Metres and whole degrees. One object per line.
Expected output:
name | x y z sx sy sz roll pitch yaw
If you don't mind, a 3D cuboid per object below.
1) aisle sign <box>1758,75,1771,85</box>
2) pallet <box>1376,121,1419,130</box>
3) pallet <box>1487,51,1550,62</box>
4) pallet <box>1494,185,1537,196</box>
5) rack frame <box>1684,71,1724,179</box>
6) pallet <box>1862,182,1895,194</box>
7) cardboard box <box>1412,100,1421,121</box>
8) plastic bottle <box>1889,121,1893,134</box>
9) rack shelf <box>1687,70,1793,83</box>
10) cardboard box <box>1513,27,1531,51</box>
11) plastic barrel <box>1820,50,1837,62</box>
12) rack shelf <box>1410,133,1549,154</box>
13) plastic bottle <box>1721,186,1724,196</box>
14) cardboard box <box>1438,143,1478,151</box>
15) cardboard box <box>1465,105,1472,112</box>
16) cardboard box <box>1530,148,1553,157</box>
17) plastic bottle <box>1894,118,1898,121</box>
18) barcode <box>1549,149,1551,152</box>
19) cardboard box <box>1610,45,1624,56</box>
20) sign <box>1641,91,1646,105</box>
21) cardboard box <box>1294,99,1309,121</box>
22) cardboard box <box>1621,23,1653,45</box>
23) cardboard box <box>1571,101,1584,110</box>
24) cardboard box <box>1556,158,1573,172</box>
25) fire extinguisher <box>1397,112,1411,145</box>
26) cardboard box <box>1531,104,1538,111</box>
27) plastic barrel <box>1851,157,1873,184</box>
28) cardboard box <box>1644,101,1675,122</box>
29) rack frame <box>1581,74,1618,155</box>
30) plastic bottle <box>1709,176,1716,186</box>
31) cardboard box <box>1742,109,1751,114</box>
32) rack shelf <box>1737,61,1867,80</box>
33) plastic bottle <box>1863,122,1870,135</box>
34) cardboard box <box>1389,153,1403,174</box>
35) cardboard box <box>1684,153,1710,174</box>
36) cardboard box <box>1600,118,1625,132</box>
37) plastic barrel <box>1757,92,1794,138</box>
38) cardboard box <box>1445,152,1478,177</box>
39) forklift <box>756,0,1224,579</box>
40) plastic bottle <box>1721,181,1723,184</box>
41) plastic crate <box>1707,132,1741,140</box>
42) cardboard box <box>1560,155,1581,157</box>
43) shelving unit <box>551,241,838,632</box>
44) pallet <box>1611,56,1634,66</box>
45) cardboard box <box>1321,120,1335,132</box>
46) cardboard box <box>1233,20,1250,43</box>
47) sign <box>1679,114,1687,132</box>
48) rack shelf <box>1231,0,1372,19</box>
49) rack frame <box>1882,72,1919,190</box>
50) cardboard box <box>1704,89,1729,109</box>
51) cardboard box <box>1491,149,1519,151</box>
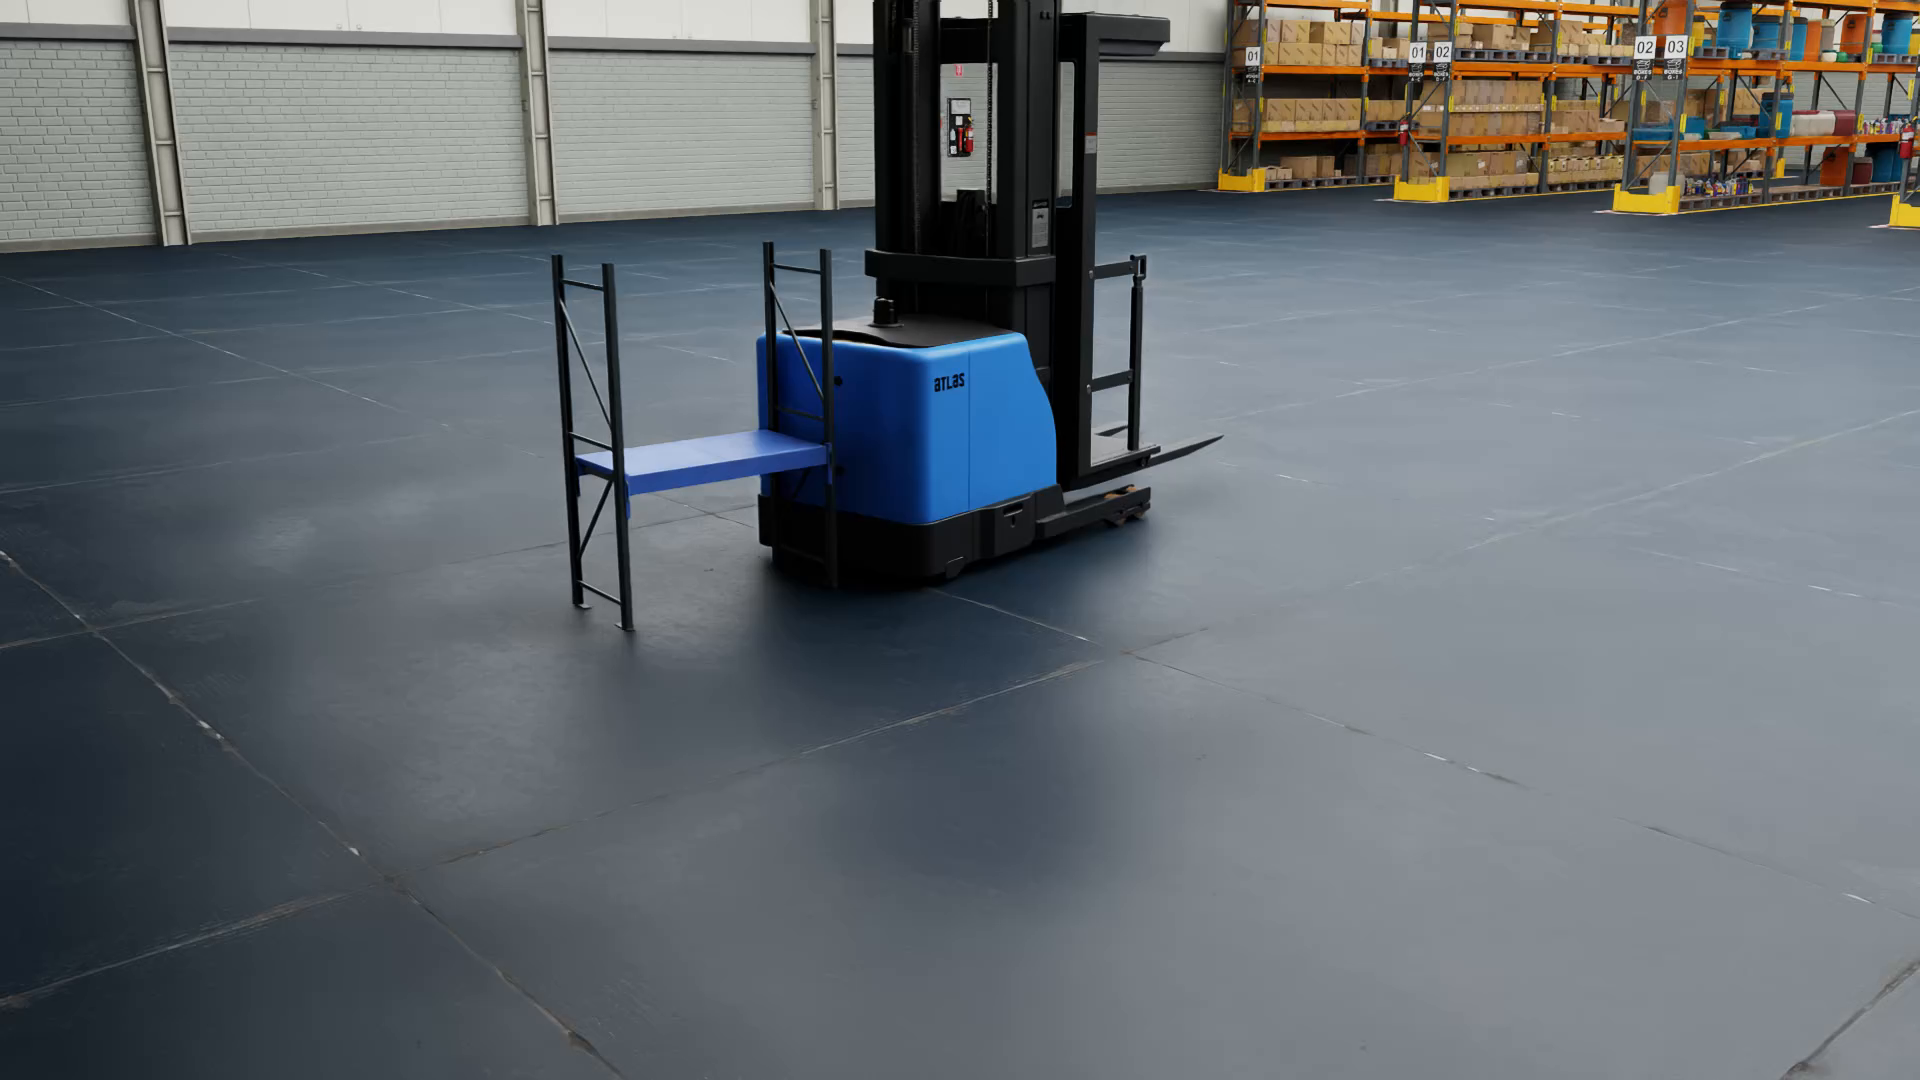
aisle sign | 21.690 -12.679 44.865 0.004 0.787 0.394 -13 19 -39
pallet | 11.075 -10.526 42.217 1.213 0.211 1.003 -13 19 -39
pallet | 12.153 -10.578 36.397 1.213 0.211 1.003 -13 19 -39
pallet | 12.152 -7.847 37.219 1.213 0.211 1.003 -13 19 -39
rack frame | 18.814 -10.676 42.407 0.127 3.000 1.000 -13 19 -39
pallet | 20.533 -8.034 37.917 1.213 0.211 1.003 -13 19 -39
cardboard box | 11.269 -10.926 42.296 0.500 0.500 0.700 -13 19 -39
plastic bottle | 20.901 -9.268 37.360 0.133 0.283 0.061 -13 19 -39
rack shelf | 20.323 -12.117 43.381 4.000 0.370 1.077 -13 19 -39
cardboard box | 12.226 -11.055 36.733 0.500 0.500 0.500 -11 18 -35
plastic barrel | 18.239 -10.155 34.911 0.301 0.262 0.301 0 15 0
rack shelf | 11.270 -8.635 36.157 4.000 0.370 1.077 -13 19 -39
plastic bottle | 14.991 -6.877 32.754 0.097 0.201 0.097 0 15 0
cardboard box | 13.183 -10.226 44.072 0.750 0.750 0.750 -13 20 -40
cardboard box | 10.585 -9.117 35.118 0.250 0.149 0.380 -13 19 -39
cardboard box | 16.191 -10.742 46.682 0.500 0.500 0.700 -12 19 -39
plastic bottle | 21.350 -9.465 37.967 0.185 0.351 0.144 -13 19 -39
barcode | 13.245 -8.752 37.333 0.075 0.075 0.001 -13 19 -39
cardboard box | 15.108 -11.398 38.773 0.500 0.250 0.500 -12 19 -38
sign | 16.163 -10.450 39.318 0.005 0.325 0.100 -13 19 -39
cardboard box | 7.838 -10.097 39.037 0.500 0.500 0.500 -13 20 -41
cardboard box | 16.130 -12.052 39.613 0.500 0.500 0.500 -13 19 -39
cardboard box | 17.076 -12.121 47.236 0.700 0.700 0.980 -14 20 -42
cardboard box | 13.635 -8.572 37.955 0.500 0.311 0.500 -13 20 -40
fire extinguisher | 9.367 -8.676 35.070 0.183 0.674 0.296 -13 19 -39
cardboard box | 12.527 -9.553 36.752 0.250 0.149 0.380 -13 20 -41
plastic barrel | 20.255 -8.349 37.553 0.708 0.588 0.600 -13 19 -39
cardboard box | 17.013 -10.496 40.725 0.500 0.500 0.700 -9 17 -29
rack frame | 18.577 -12.318 48.551 0.127 3.000 1.000 -13 19 -39
plastic bottle | 15.241 -7.205 33.691 0.185 0.351 0.144 -13 19 -39
cardboard box | 20.140 -10.929 43.161 0.500 0.500 0.500 -13 20 -40
rack shelf | 17.537 -9.796 34.695 4.000 0.370 1.077 -13 19 -39
plastic bottle | 19.933 -9.062 36.605 0.135 0.276 0.152 -13 19 -39
cardboard box | 10.837 -9.593 42.344 0.500 0.500 0.700 -12 19 -39
cardboard box | 18.630 -9.542 42.150 0.500 0.500 0.500 -13 20 -40
cardboard box | 15.493 -9.902 39.682 0.500 0.311 0.500 -11 19 -36
plastic barrel | 16.518 -8.605 33.680 0.708 0.901 0.600 -13 19 -39
cardboard box | 10.688 -8.013 35.496 0.500 0.500 0.500 -13 19 -39
forklift | 0.344 -1.560 8.411 1.130 2.935 3.031 11 19 37
plastic bottle | 15.147 -6.998 33.046 0.133 0.283 0.061 -13 19 -39
plastic crate | 14.969 -7.904 32.540 0.437 0.136 0.530 -13 19 -39
cardboard box | 14.432 -8.936 39.319 0.500 0.311 0.500 -13 20 -41
shelving unit | -1.113 -0.480 7.140 1.048 1.500 0.538 -12 19 -37
pallet | 15.343 -11.224 39.011 1.003 0.211 1.213 -12 19 -37
cardboard box | 8.615 -9.912 39.796 0.500 0.250 0.500 -13 20 -40
cardboard box | 6.661 -11.721 38.336 0.500 0.500 0.500 -12 19 -37
sign | 13.368 -7.704 30.744 0.005 0.325 0.100 -13 19 -39
rack shelf | 8.016 -12.495 38.992 4.000 0.370 1.077 -13 19 -39
rack frame | 22.063 -9.711 38.794 0.127 3.000 1.000 -13 19 -39
cardboard box | 19.354 -11.233 42.358 0.500 0.500 0.500 -12 19 -38
cardboard box | 12.224 -8.540 37.471 0.500 0.500 0.500 -13 19 -39
